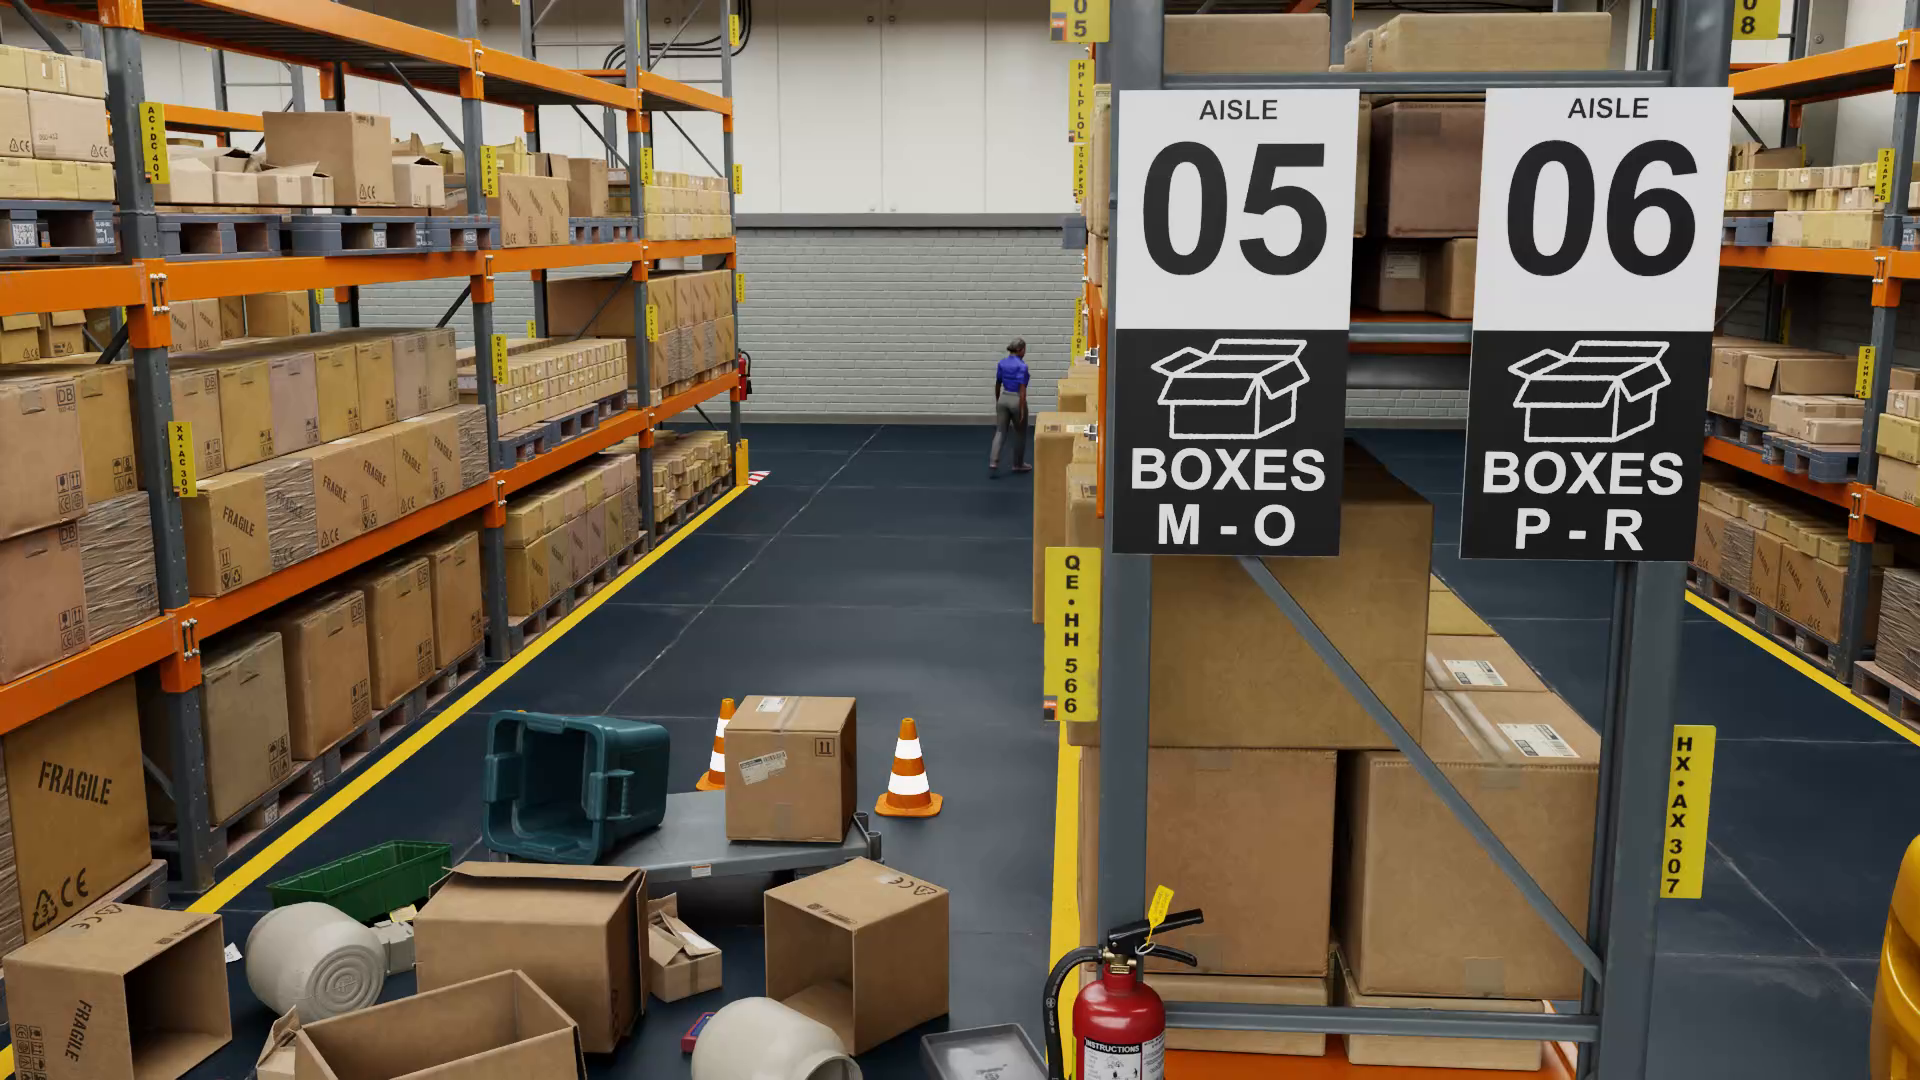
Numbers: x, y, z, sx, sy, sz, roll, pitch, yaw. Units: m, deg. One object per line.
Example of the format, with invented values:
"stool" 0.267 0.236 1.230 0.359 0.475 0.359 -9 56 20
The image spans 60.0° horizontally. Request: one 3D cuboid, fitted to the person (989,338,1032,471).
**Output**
"person" 0.586 -1.605 19.822 0.549 1.618 0.865 6 13 30
